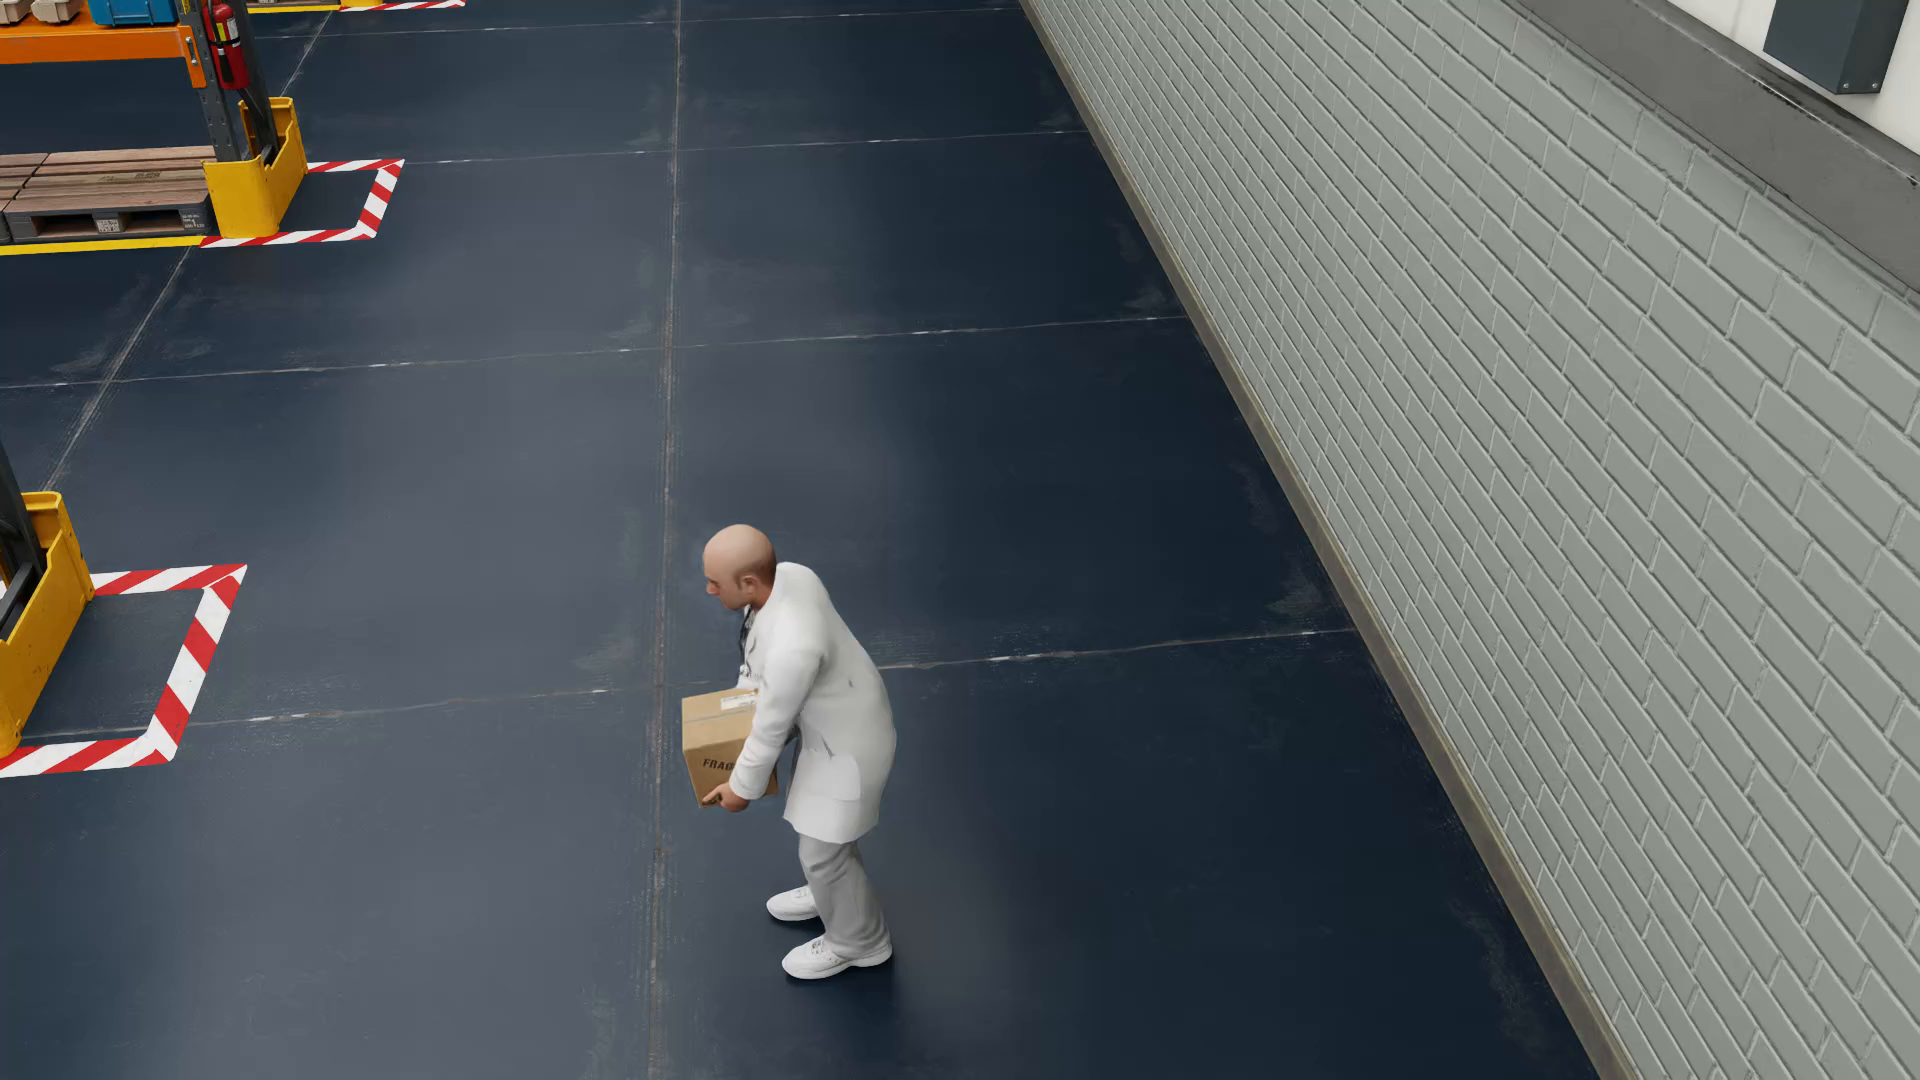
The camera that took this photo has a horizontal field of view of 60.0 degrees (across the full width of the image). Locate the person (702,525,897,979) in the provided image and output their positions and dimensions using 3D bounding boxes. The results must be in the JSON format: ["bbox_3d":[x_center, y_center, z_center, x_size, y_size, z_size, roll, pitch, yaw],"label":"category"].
[{"bbox_3d":[-0.510,0.657,5.252,0.618,1.720,0.537,-5,35,-7],"label":"person"}]
